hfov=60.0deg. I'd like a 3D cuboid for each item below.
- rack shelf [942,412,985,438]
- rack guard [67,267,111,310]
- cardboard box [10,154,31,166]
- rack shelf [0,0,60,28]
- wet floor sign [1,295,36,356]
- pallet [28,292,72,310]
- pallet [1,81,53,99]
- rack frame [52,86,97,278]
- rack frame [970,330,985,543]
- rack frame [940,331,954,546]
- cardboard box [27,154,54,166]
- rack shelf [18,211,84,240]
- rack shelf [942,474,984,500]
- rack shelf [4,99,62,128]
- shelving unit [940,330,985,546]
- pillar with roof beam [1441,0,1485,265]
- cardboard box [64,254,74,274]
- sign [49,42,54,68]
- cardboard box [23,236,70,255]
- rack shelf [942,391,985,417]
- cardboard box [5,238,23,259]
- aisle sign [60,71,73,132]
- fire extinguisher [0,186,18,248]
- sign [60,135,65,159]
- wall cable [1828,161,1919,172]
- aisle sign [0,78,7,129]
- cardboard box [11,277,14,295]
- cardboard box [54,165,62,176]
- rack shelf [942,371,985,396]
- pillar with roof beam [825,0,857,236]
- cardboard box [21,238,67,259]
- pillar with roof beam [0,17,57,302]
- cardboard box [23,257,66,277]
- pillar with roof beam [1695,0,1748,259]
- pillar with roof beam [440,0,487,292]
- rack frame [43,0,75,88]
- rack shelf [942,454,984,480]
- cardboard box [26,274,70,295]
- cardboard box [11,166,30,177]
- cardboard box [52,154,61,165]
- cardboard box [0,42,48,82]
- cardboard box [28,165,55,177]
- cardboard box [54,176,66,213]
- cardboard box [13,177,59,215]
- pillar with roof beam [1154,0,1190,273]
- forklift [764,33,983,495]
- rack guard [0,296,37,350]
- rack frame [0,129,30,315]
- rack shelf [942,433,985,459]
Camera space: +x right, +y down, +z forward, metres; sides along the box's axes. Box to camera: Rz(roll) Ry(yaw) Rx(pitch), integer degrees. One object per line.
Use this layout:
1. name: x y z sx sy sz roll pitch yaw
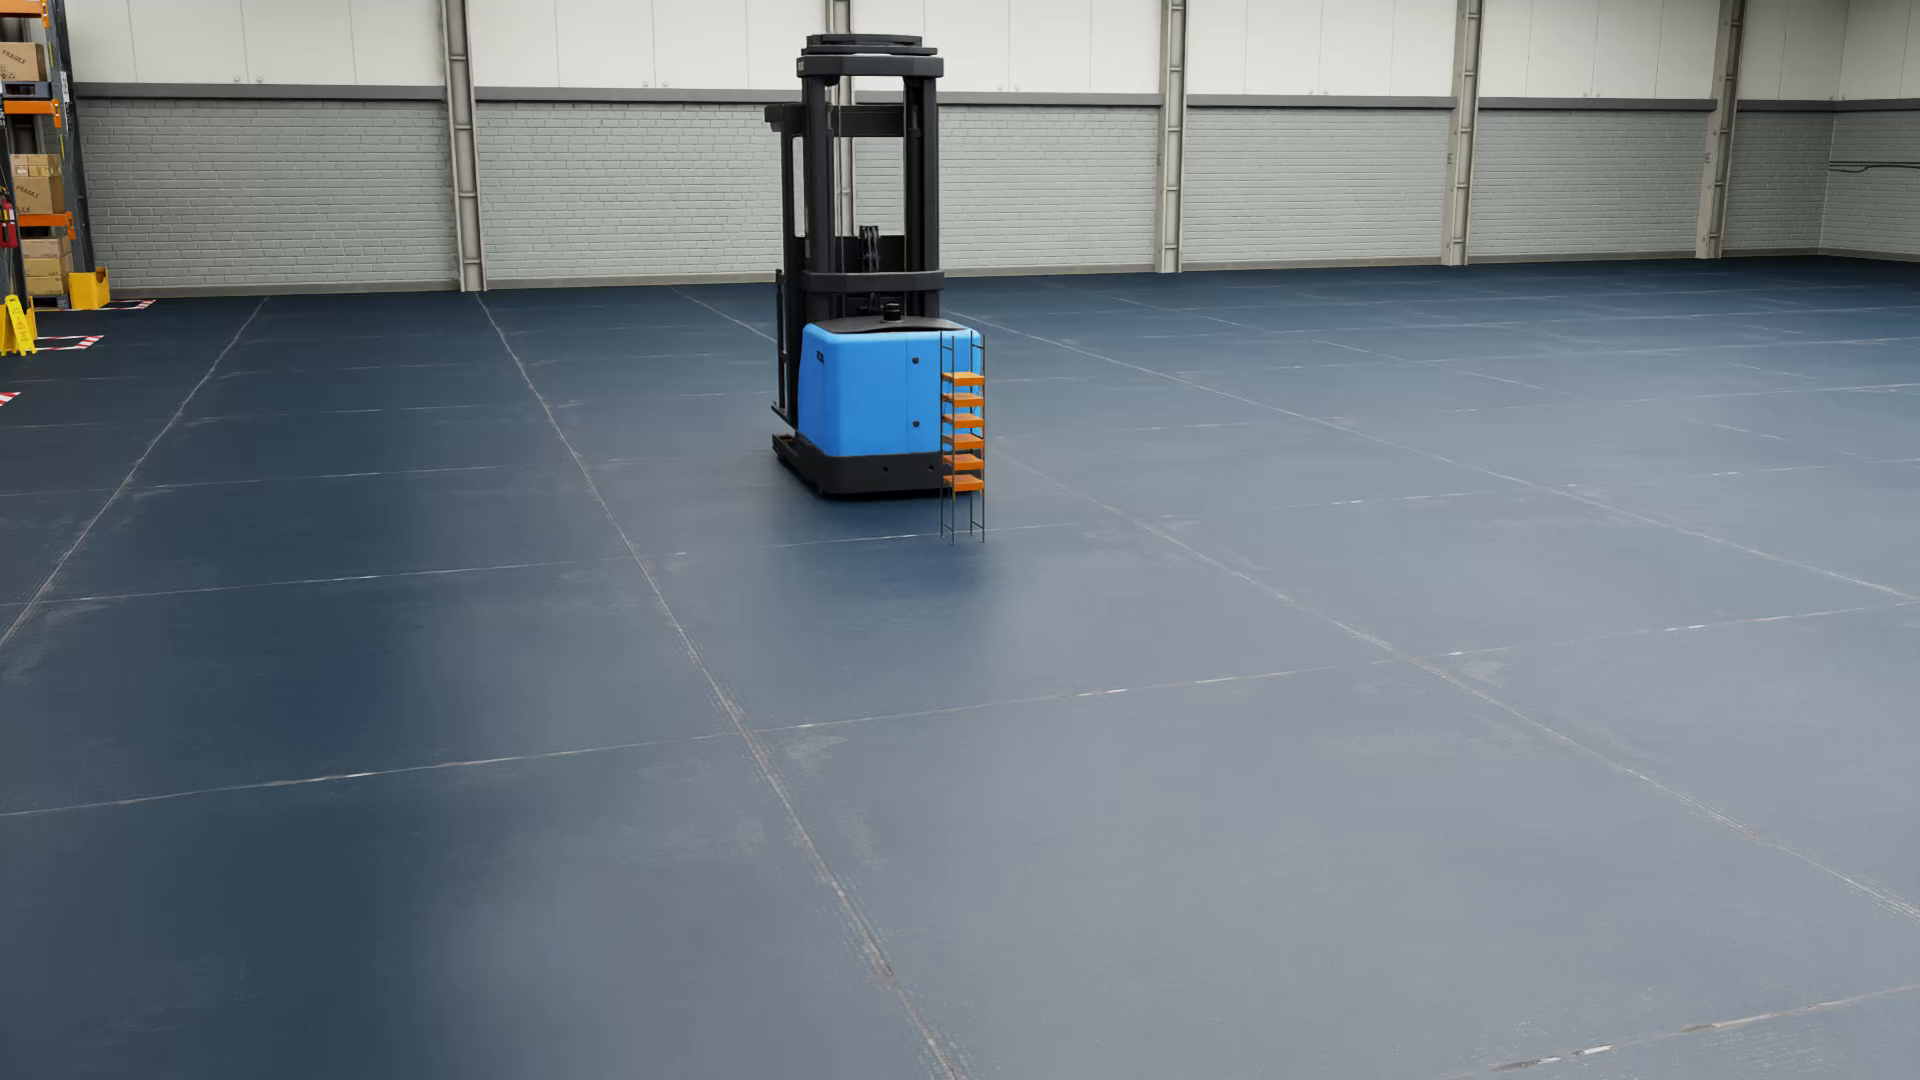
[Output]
1. rack shelf: 0.014 -0.658 9.491 0.180 0.103 0.258 -4 14 -18
2. rack guard: -12.362 -3.580 23.612 0.348 0.500 1.175 -4 14 -18
3. cardboard box: -12.881 -5.205 22.783 0.250 0.149 0.380 -4 14 -18
4. rack shelf: -14.280 -7.020 22.130 4.000 0.370 1.077 -4 14 -18
5. wet floor sign: -10.277 -2.340 18.084 0.232 0.644 0.267 0 13 1
6. pallet: -13.096 -3.372 23.362 1.213 0.211 1.003 -4 14 -18
7. pallet: -13.063 -6.164 22.783 1.213 0.211 1.003 -4 14 -18
8. rack frame: -12.384 -4.794 23.315 0.127 3.000 1.000 -4 14 -18
9. rack frame: 0.100 -0.592 9.537 0.006 1.200 0.240 -4 14 -18
10. rack frame: -0.073 -0.578 9.480 0.006 1.200 0.240 -4 14 -18
11. cardboard box: -12.657 -5.230 22.889 0.250 0.149 0.380 -4 14 -18
12. rack shelf: -14.280 -4.296 22.778 4.000 0.370 1.077 -4 14 -18
13. rack shelf: 0.014 -0.308 9.574 0.180 0.103 0.258 -4 14 -18
14. rack shelf: -14.280 -5.756 22.431 4.000 0.370 1.077 -4 14 -18
15. shelving unit: 0.014 -0.585 9.508 0.189 1.200 0.258 -4 14 -18
16. pillar with roof beam: 10.788 -8.686 26.713 0.400 9.000 9.100 -4 14 -18
17. cardboard box: -12.896 -3.915 23.573 0.500 0.250 0.500 -4 14 -17
18. sign: -12.225 -6.525 22.370 0.005 0.325 0.100 -4 14 -18
19. cardboard box: -12.900 -4.153 23.494 0.500 0.250 0.500 -5 14 -19
20. rack shelf: 0.014 -0.775 9.463 0.180 0.103 0.258 -4 14 -18
21. cardboard box: -13.204 -4.006 22.875 0.500 0.250 0.500 -4 14 -17
22. aisle sign: -12.229 -5.999 22.764 0.004 0.787 0.394 -4 14 -18
23. fire extinguisher: -10.542 -3.575 18.359 0.183 0.674 0.296 -4 14 -18
24. sign: -12.225 -5.352 22.649 0.005 0.325 0.100 -4 14 -18
25. wall cable: 18.315 -8.490 32.598 0.112 2.526 3.097 -4 14 -18
26. aisle sign: -10.838 -5.043 18.744 0.004 0.787 0.394 -4 14 -18
27. cardboard box: -13.203 -3.522 23.002 0.500 0.250 0.500 -4 14 -18
28. cardboard box: -12.789 -5.190 23.362 0.250 0.149 0.380 -5 14 -20
29. rack shelf: 0.014 -0.892 9.435 0.180 0.103 0.258 -4 14 -18
30. pillar with roof beam: -0.586 -7.800 22.990 0.400 9.000 9.100 -4 14 -18
31. cardboard box: -12.721 -4.045 23.039 0.500 0.250 0.500 -4 14 -16
32. pillar with roof beam: -11.959 -6.915 19.267 0.400 9.000 9.100 -4 14 -18
33. cardboard box: -12.746 -3.799 23.088 0.500 0.250 0.500 -5 14 -19
34. pillar with roof beam: 16.474 -9.129 28.575 0.400 9.000 9.100 -4 14 -18
35. pillar with roof beam: -6.272 -7.358 21.128 0.400 9.000 9.100 -4 14 -18
36. rack frame: -12.384 -7.713 22.621 0.127 3.000 1.000 -4 14 -18
37. rack shelf: 0.014 -0.425 9.546 0.180 0.103 0.258 -4 14 -18
38. cardboard box: -12.729 -3.557 23.148 0.500 0.250 0.500 -4 14 -18
39. cardboard box: -12.856 -5.046 22.756 0.250 0.149 0.380 -4 14 -17
40. cardboard box: -12.771 -5.325 23.287 0.250 0.149 0.380 -5 14 -19
41. cardboard box: -12.726 -6.469 22.534 0.500 0.500 0.500 -4 14 -16
42. cardboard box: -12.624 -5.071 22.863 0.250 0.149 0.380 -4 14 -17
43. cardboard box: -12.943 -4.867 23.406 0.500 0.500 0.500 -4 14 -16
44. cardboard box: -12.767 -4.749 22.909 0.500 0.500 0.500 -5 14 -19
45. pillar with roof beam: 5.101 -8.243 24.852 0.400 9.000 9.100 -4 14 -18
46. forklift: -0.749 -2.013 11.774 1.130 2.935 3.031 -4 14 -16
47. rack guard: -10.870 -2.484 19.005 0.348 0.500 1.175 -4 14 -18
48. rack frame: -10.798 -3.706 18.740 0.127 3.000 1.000 -4 14 -18
49. rack shelf: 0.014 -0.542 9.519 0.180 0.103 0.258 -4 14 -18
